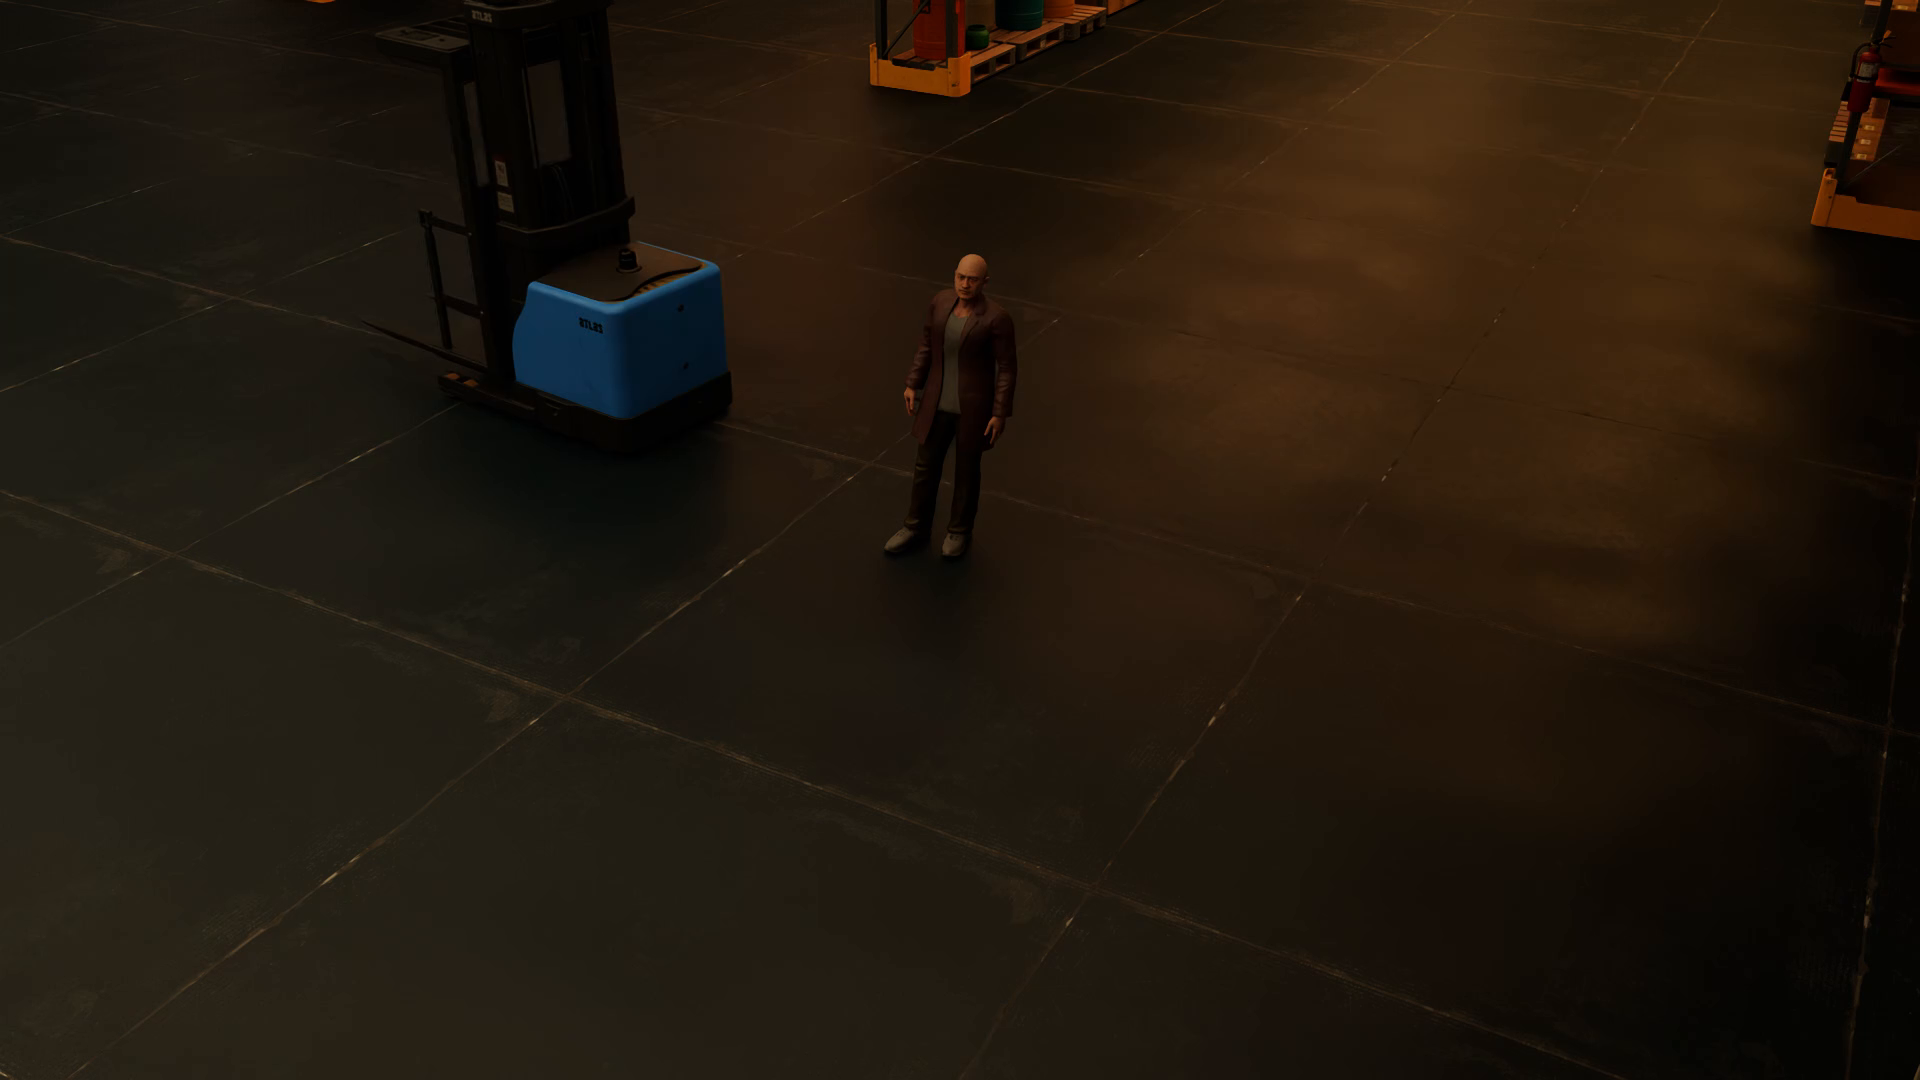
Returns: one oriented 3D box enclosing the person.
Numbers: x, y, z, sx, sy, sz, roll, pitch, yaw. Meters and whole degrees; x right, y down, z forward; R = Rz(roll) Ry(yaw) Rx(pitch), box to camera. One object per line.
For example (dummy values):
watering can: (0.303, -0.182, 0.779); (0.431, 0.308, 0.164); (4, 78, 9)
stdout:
person: (-0.048, -0.738, 9.488); (0.696, 1.775, 0.582); (15, 33, 25)

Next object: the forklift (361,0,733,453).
forklift: (-3.064, -2.416, 11.256); (3.031, 2.935, 1.130); (20, 36, 31)
